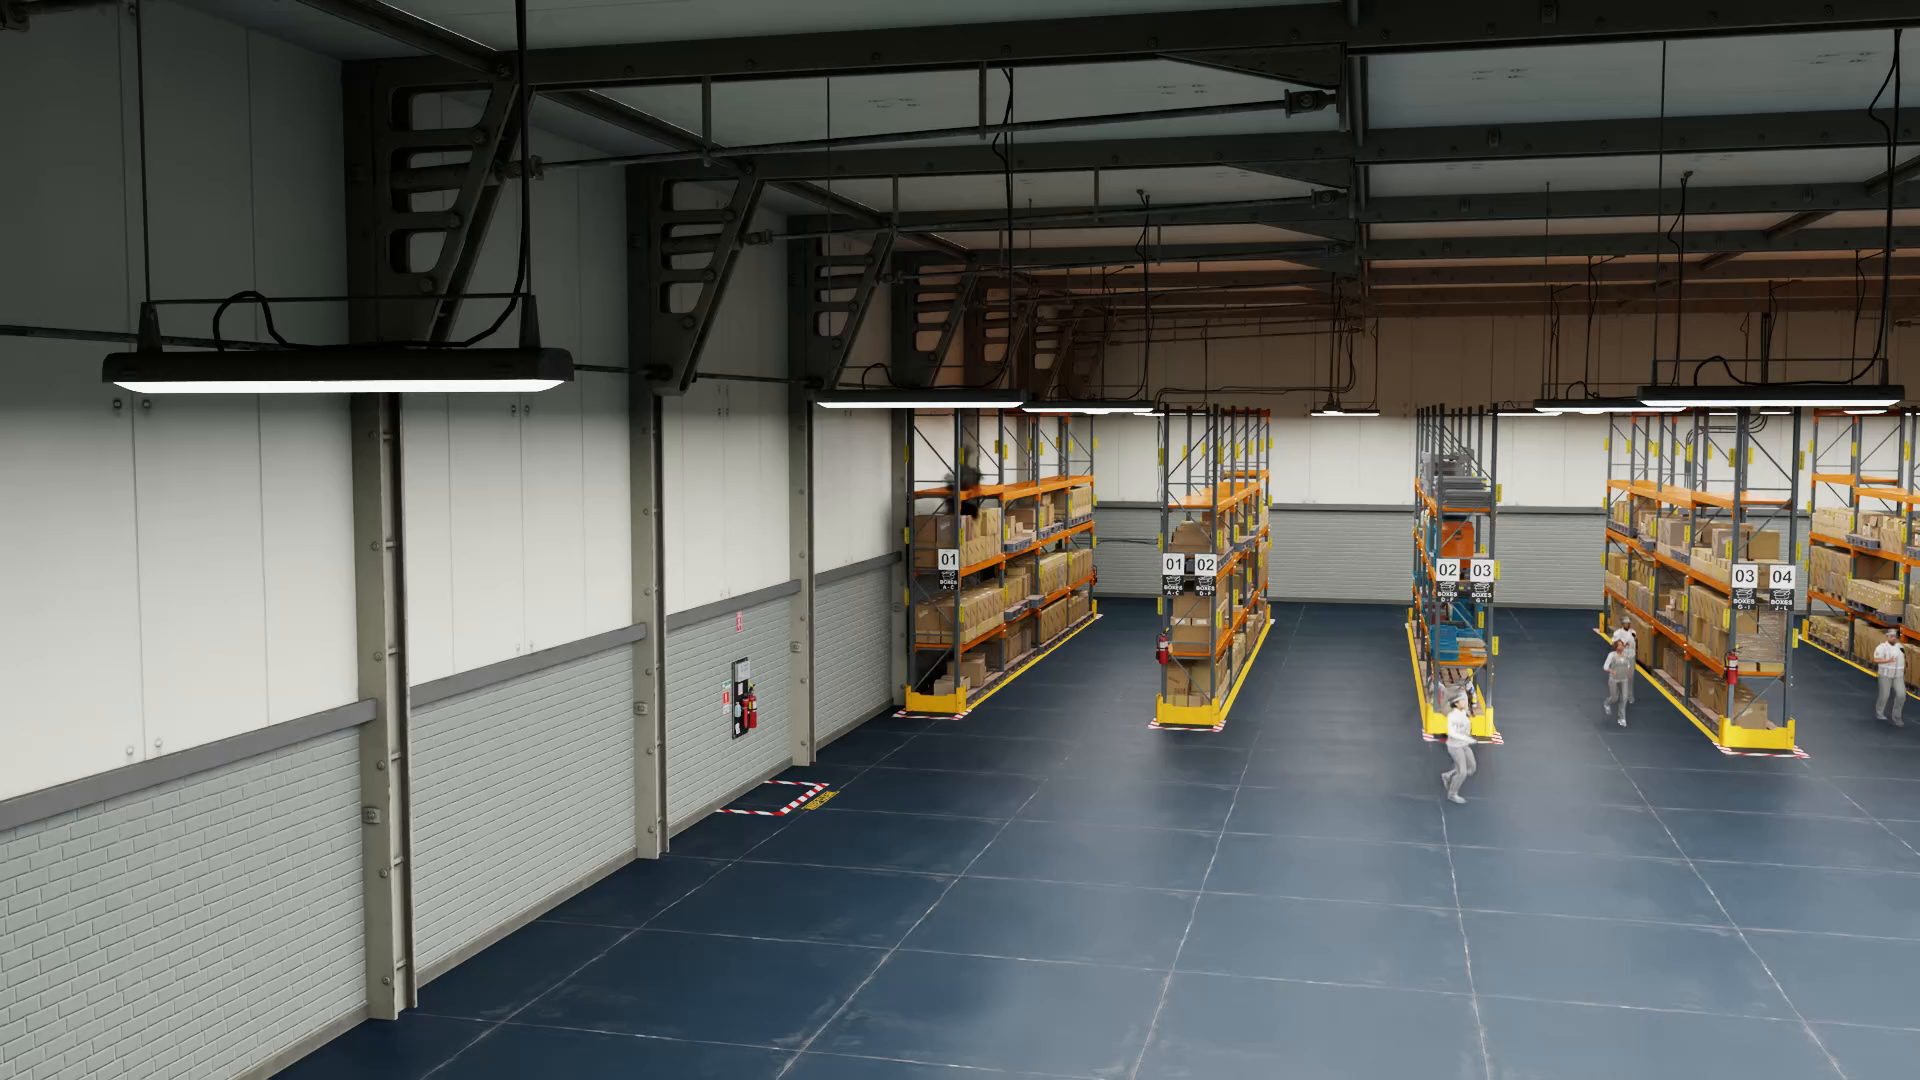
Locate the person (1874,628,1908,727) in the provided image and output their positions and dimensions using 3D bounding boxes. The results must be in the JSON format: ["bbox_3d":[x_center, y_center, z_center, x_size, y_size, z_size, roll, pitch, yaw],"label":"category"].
[{"bbox_3d":[17.468,2.573,31.203,0.640,1.840,0.755,0,4,7],"label":"person"}]

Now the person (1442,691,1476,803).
[{"bbox_3d":[7.479,3.090,24.864,0.537,1.658,0.658,3,5,35],"label":"person"}]

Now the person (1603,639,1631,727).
[{"bbox_3d":[12.361,2.669,31.265,0.545,1.569,0.839,0,4,0],"label":"person"}]

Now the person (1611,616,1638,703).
[{"bbox_3d":[13.519,2.397,33.824,0.595,1.724,0.843,0,4,5],"label":"person"}]
